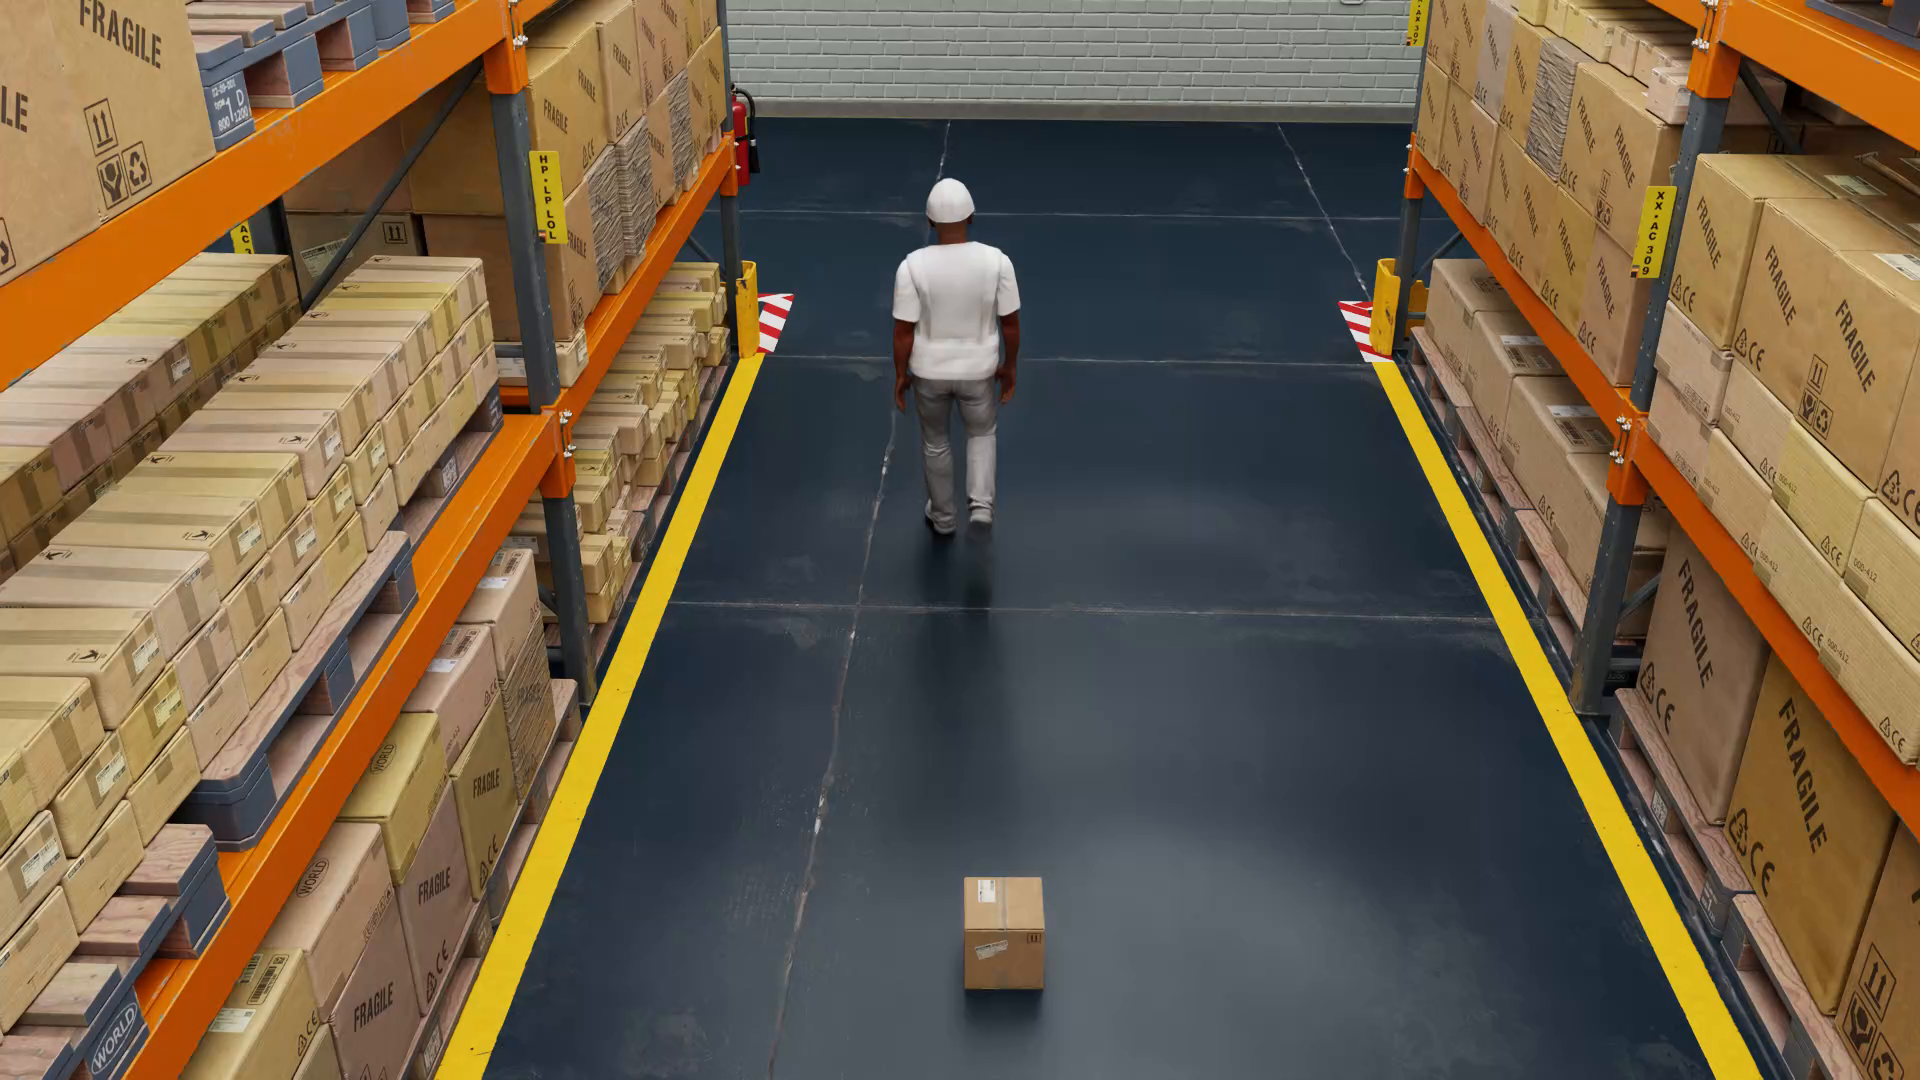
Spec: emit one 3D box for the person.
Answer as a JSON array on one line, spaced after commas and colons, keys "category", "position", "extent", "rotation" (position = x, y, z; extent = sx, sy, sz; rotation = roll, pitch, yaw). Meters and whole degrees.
[{"category": "person", "position": [-0.015, -0.772, 7.528], "extent": [0.575, 1.750, 0.729], "rotation": [-2, 28, -5]}]
